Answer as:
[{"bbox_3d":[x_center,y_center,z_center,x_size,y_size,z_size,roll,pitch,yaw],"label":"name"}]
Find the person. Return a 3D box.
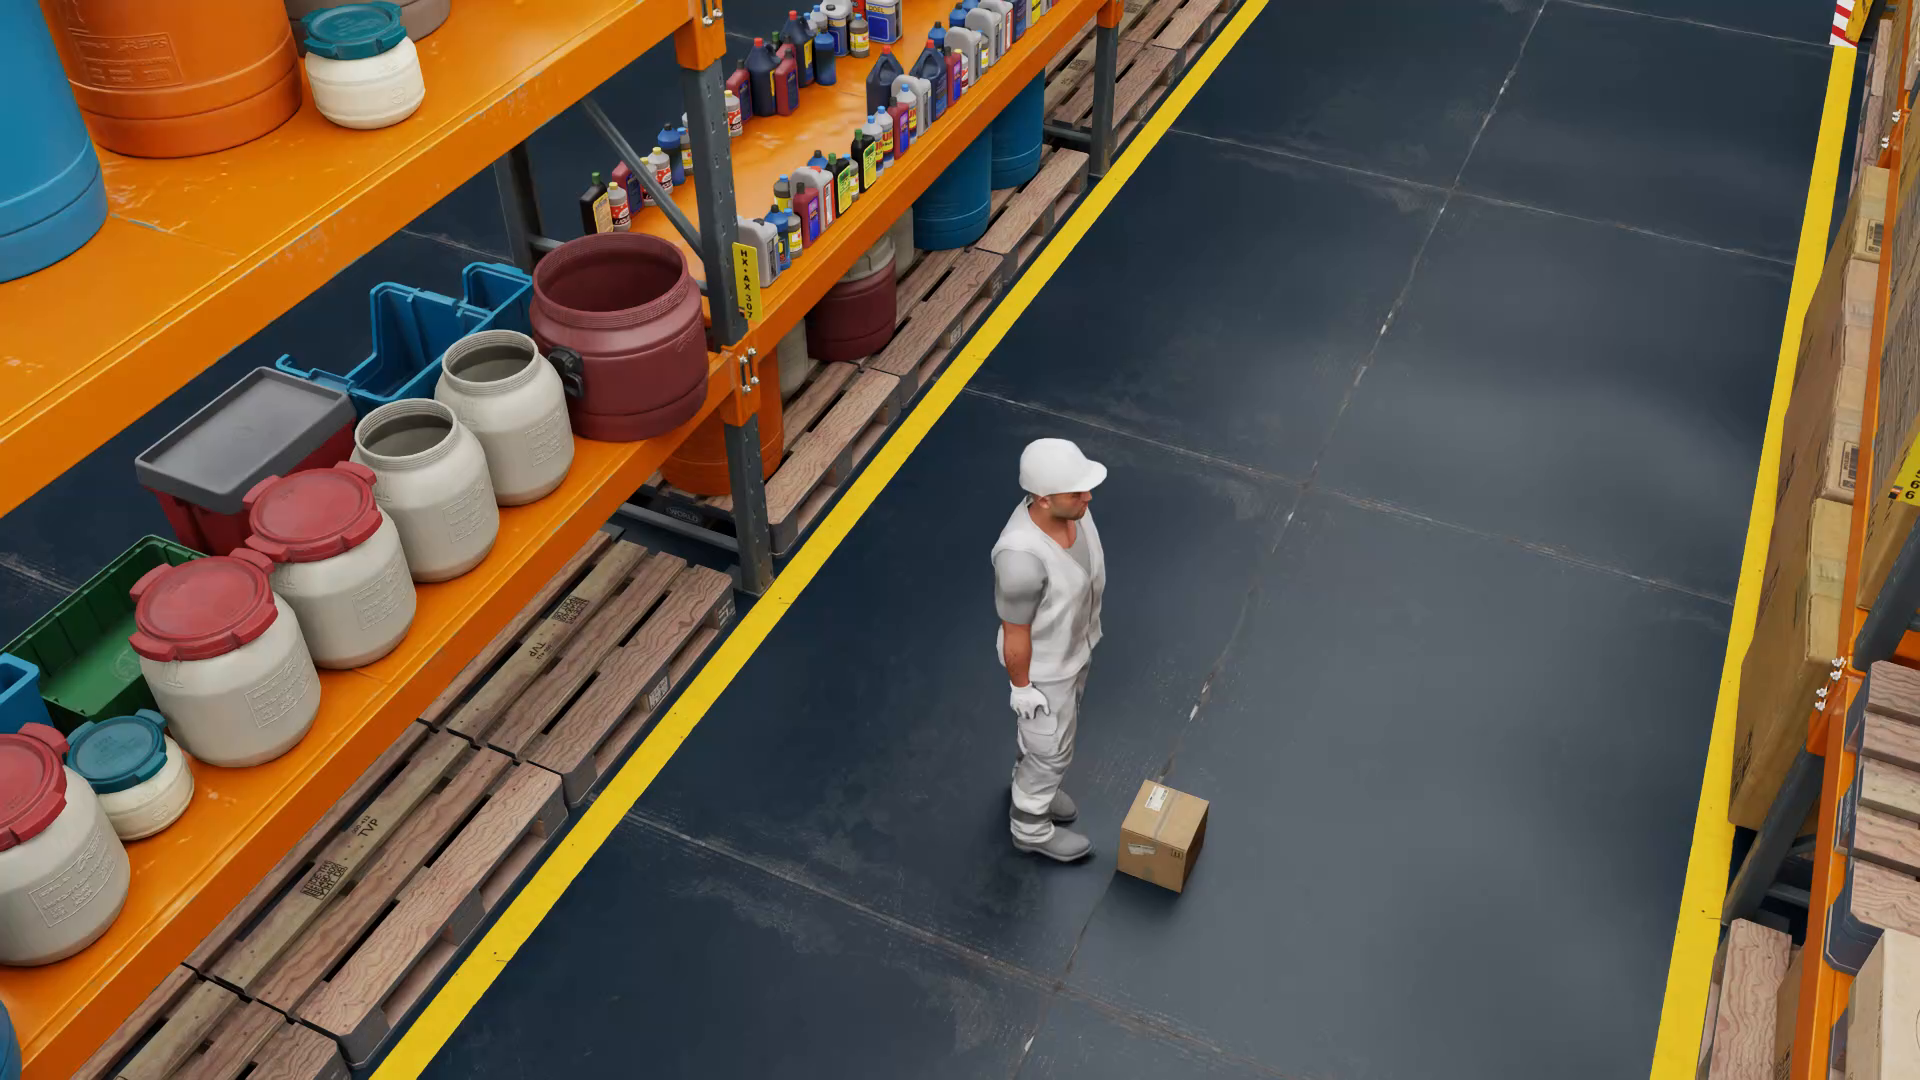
[{"bbox_3d":[0.344,0.386,5.708,0.409,1.789,0.522,18,45,19],"label":"person"}]
